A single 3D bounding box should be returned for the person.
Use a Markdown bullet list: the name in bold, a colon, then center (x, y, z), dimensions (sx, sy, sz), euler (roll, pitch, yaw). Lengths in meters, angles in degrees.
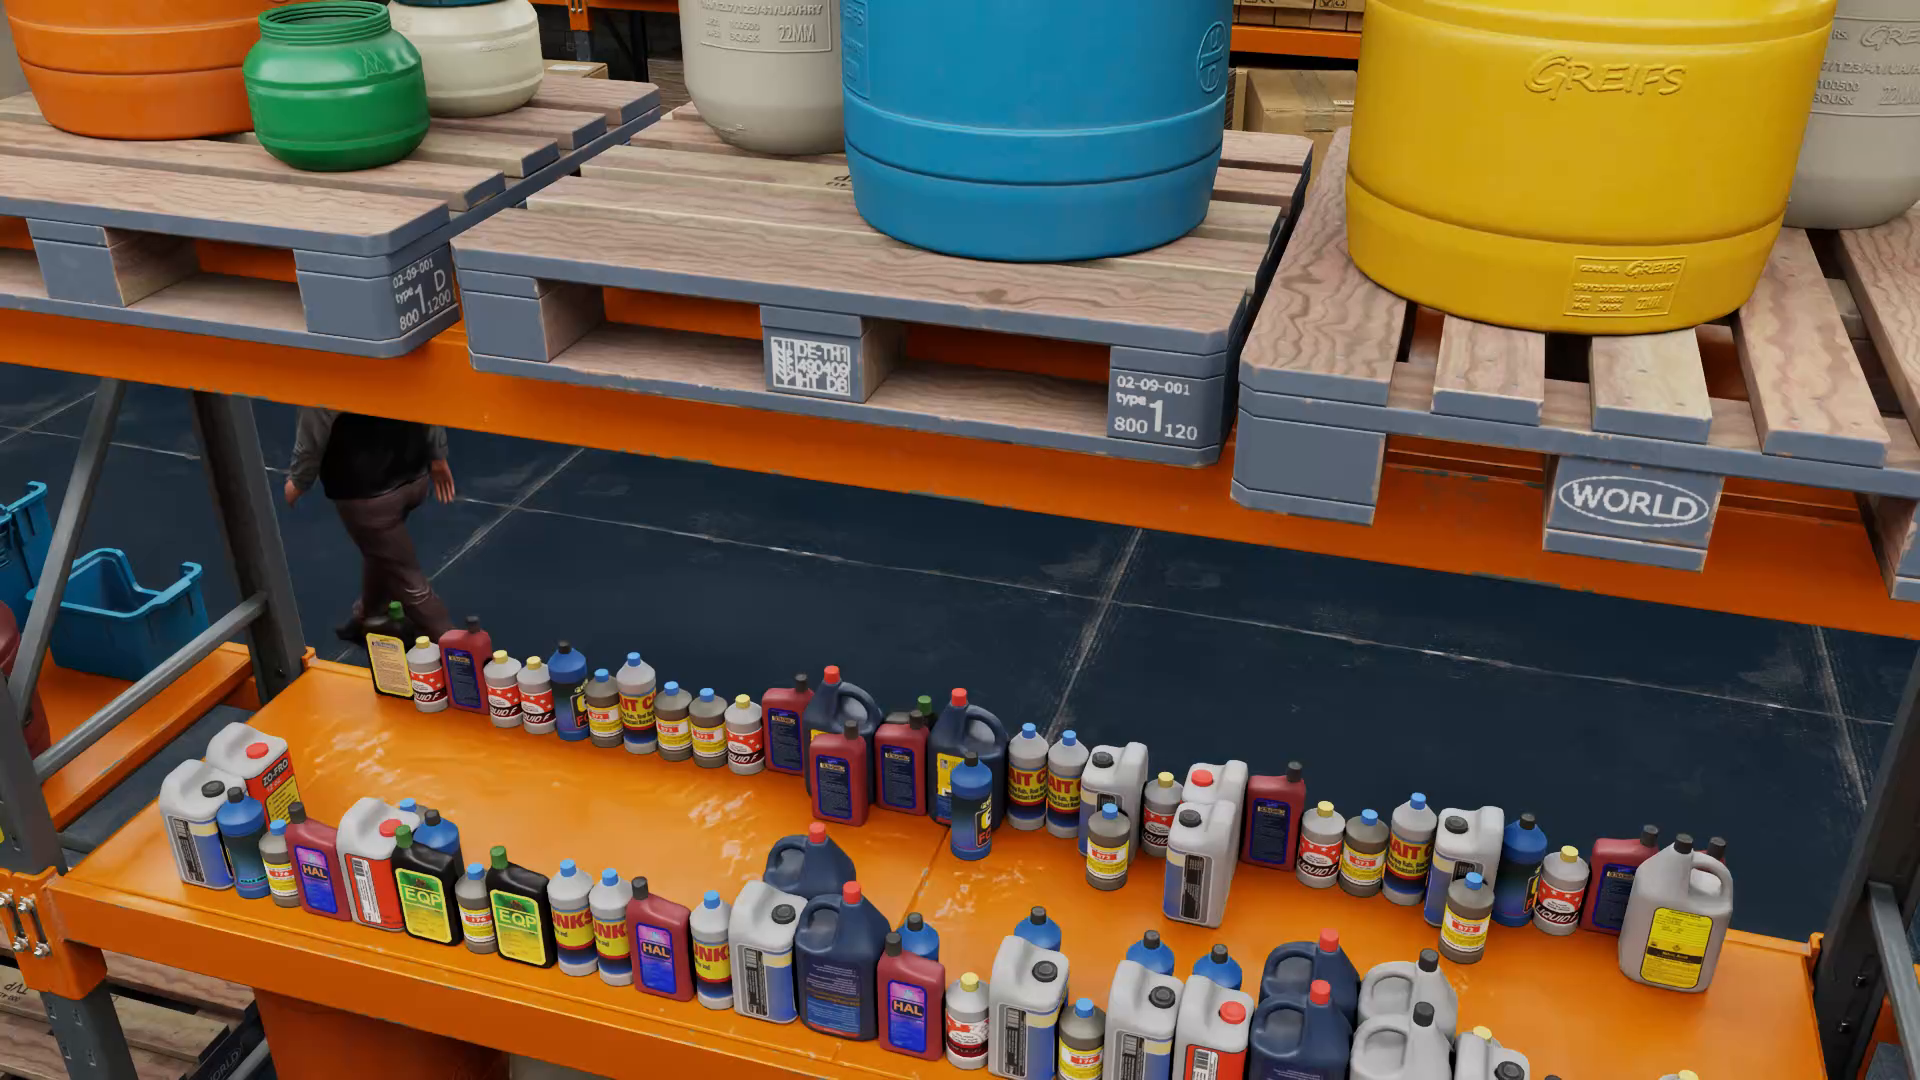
- **person**: center (-2.351, -0.218, 6.552), dimensions (0.863, 1.730, 0.566), euler (13, 31, 21)
